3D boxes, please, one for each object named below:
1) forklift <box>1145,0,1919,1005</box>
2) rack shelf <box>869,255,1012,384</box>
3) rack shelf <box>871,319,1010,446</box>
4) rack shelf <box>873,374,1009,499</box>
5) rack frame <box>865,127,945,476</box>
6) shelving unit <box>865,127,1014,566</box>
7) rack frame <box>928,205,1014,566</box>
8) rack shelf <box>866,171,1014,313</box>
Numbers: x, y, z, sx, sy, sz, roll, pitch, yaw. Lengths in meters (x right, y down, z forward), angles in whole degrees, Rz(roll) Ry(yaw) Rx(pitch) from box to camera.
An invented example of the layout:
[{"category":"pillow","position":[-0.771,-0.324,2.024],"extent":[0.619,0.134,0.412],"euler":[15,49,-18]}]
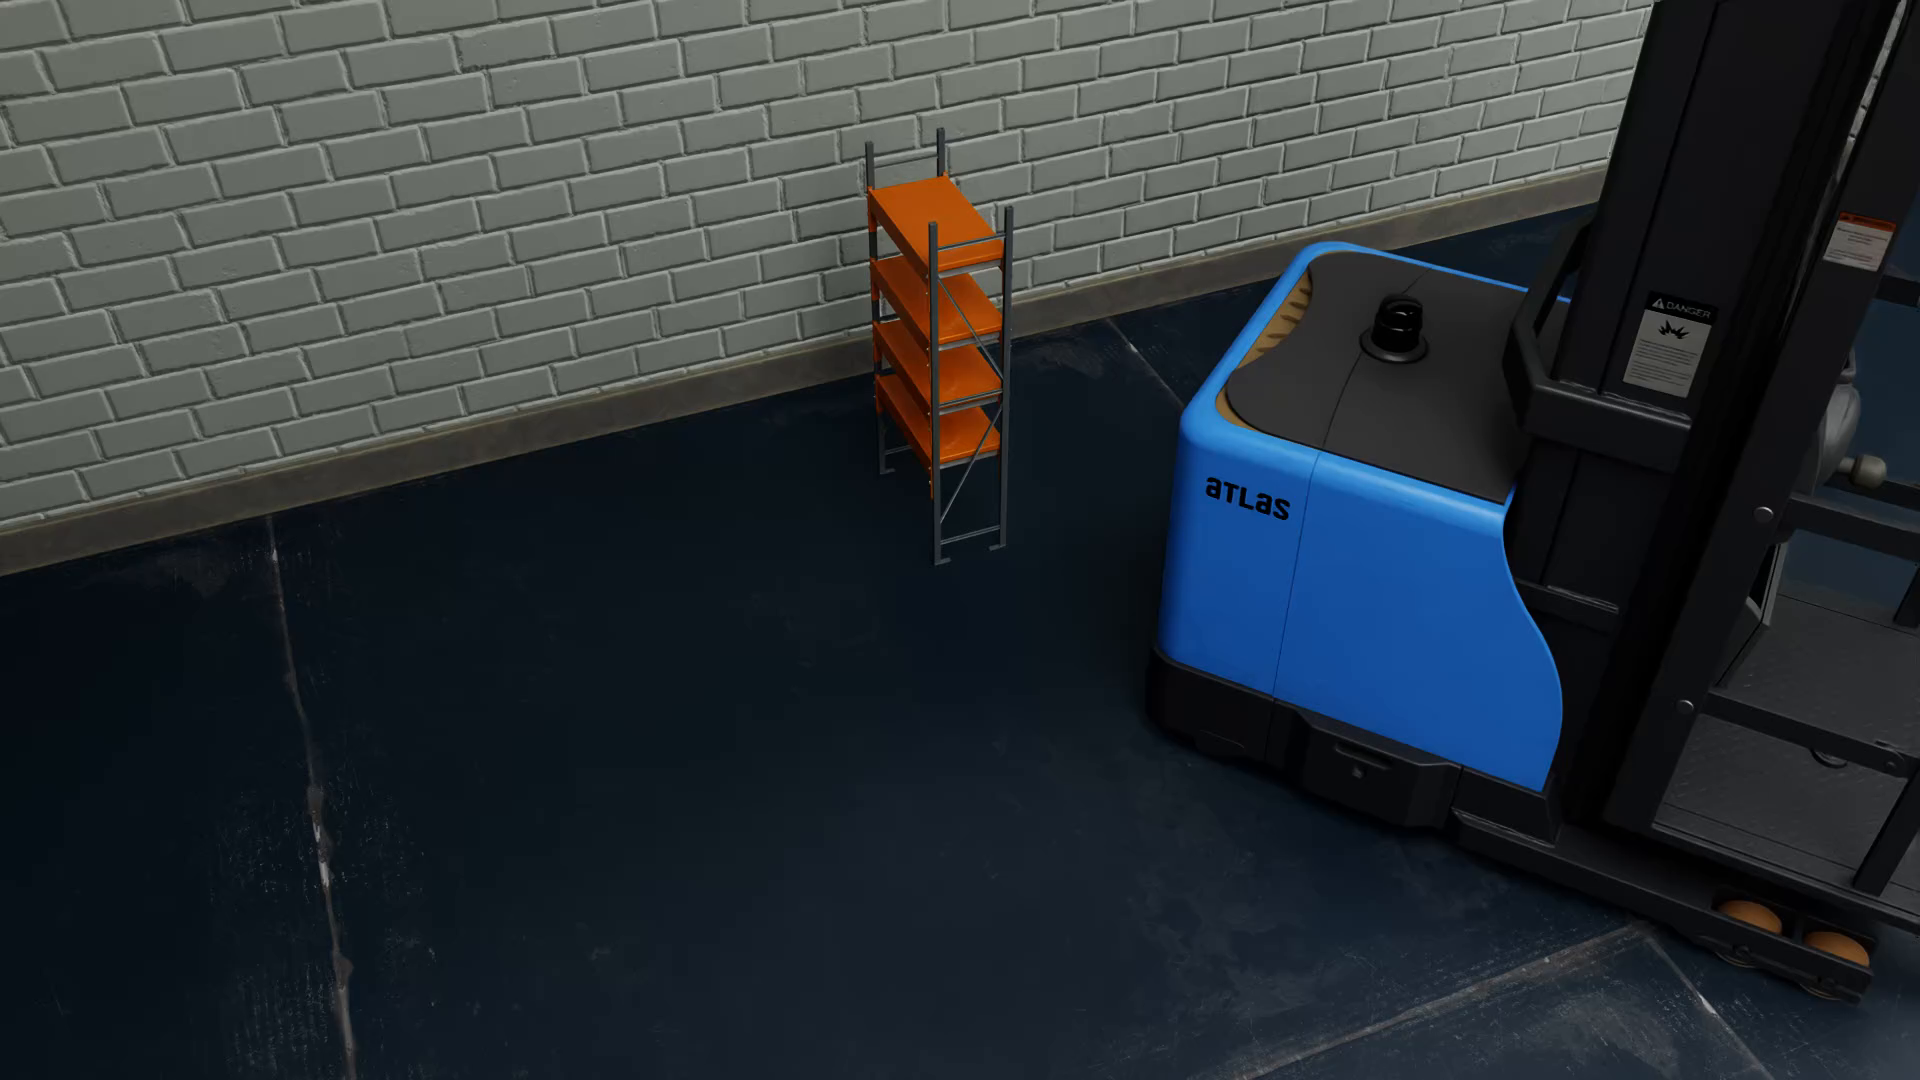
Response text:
[{"category":"forklift","position":[2.058,-0.414,3.483],"extent":[3.031,2.935,1.130],"euler":[19,44,21]},{"category":"rack shelf","position":[-0.063,-0.673,4.873],"extent":[0.258,0.148,0.480],"euler":[-15,43,-17]},{"category":"rack shelf","position":[-0.063,-0.504,5.019],"extent":[0.258,0.148,0.480],"euler":[-15,43,-17]},{"category":"rack shelf","position":[-0.063,-0.353,5.148],"extent":[0.258,0.148,0.480],"euler":[-15,43,-17]},{"category":"rack frame","position":[-0.157,-0.702,5.146],"extent":[0.240,1.200,0.015],"euler":[-15,43,-17]},{"category":"shelving unit","position":[-0.063,-0.555,4.975],"extent":[0.258,1.200,0.503],"euler":[-15,43,-17]},{"category":"rack frame","position":[0.030,-0.408,4.804],"extent":[0.240,1.200,0.015],"euler":[-15,43,-17]},{"category":"rack shelf","position":[-0.063,-0.853,4.719],"extent":[0.258,0.148,0.480],"euler":[-15,43,-17]}]
